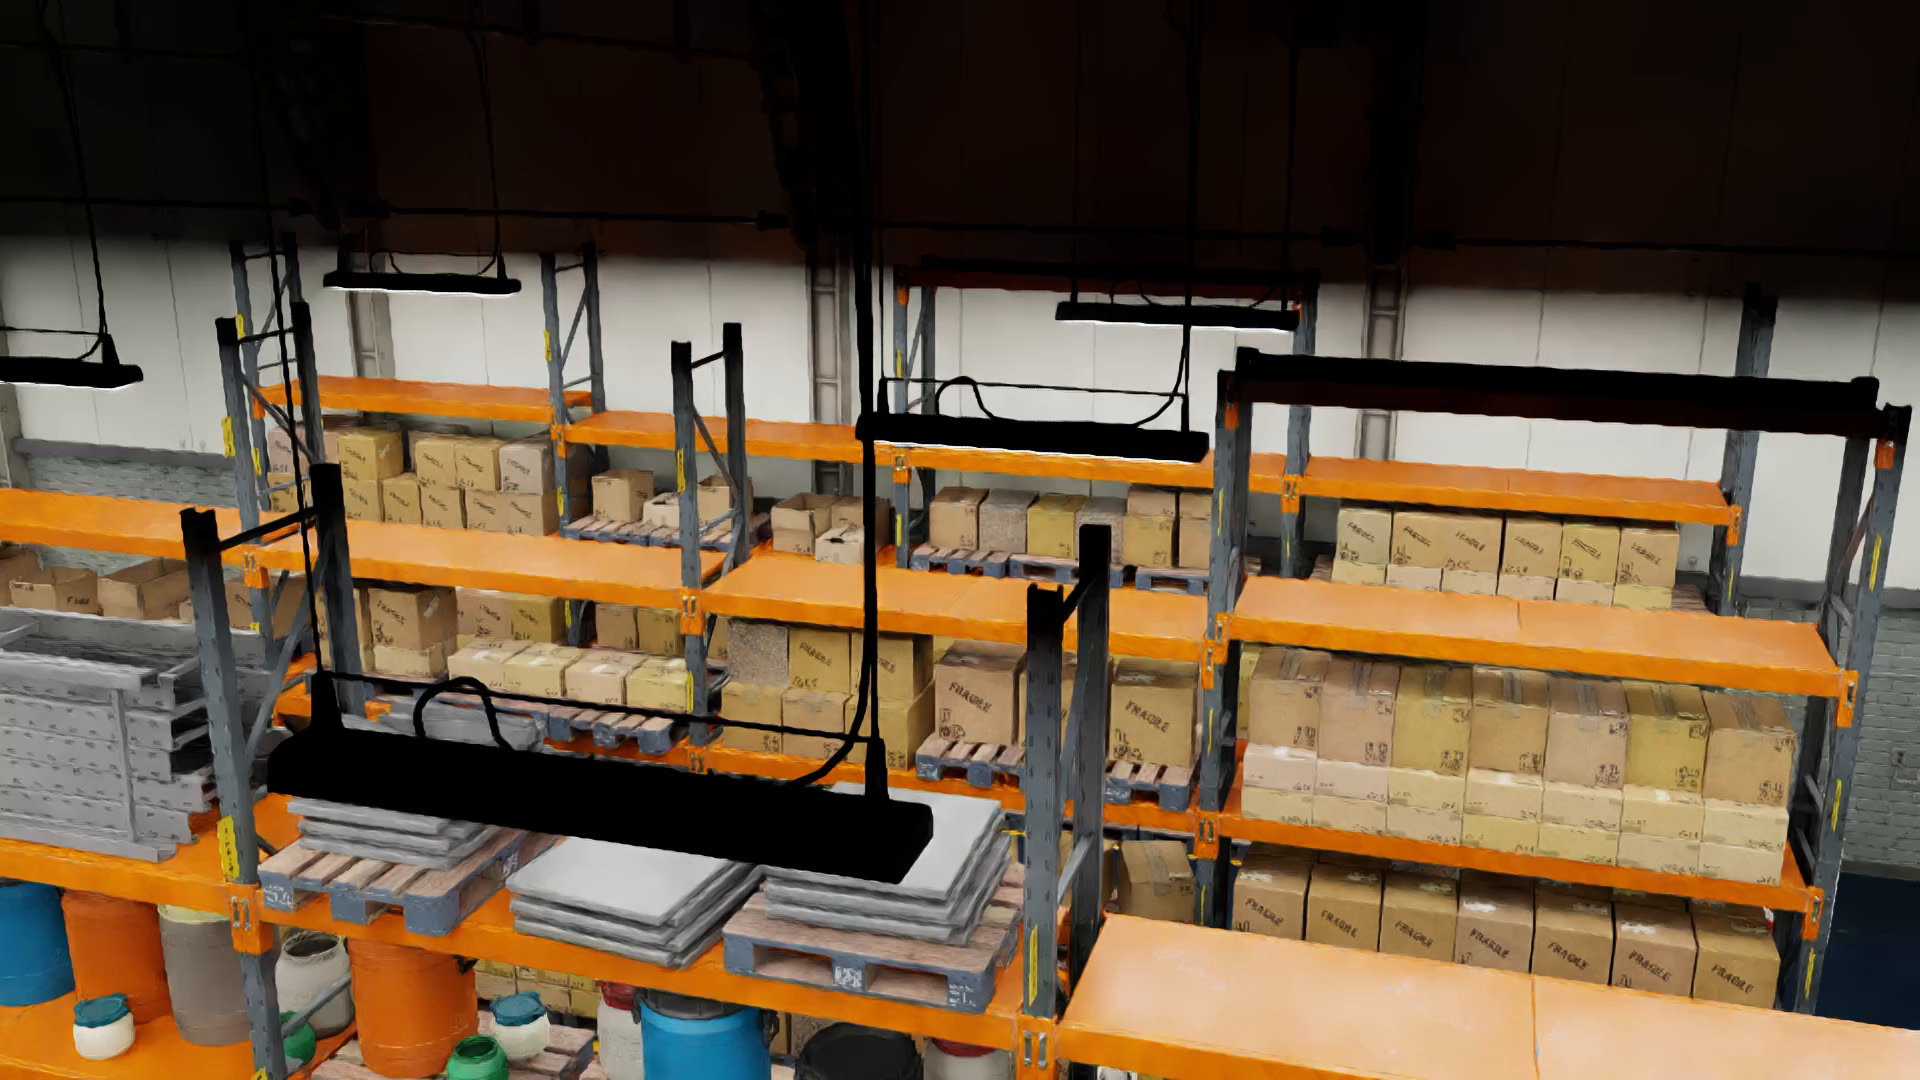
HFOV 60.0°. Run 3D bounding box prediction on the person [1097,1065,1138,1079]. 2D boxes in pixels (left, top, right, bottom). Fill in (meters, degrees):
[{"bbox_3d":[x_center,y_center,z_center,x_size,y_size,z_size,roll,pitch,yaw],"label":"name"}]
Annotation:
[{"bbox_3d":[1.046,4.028,11.621,1.112,1.694,0.571,4,17,15],"label":"person"}]
